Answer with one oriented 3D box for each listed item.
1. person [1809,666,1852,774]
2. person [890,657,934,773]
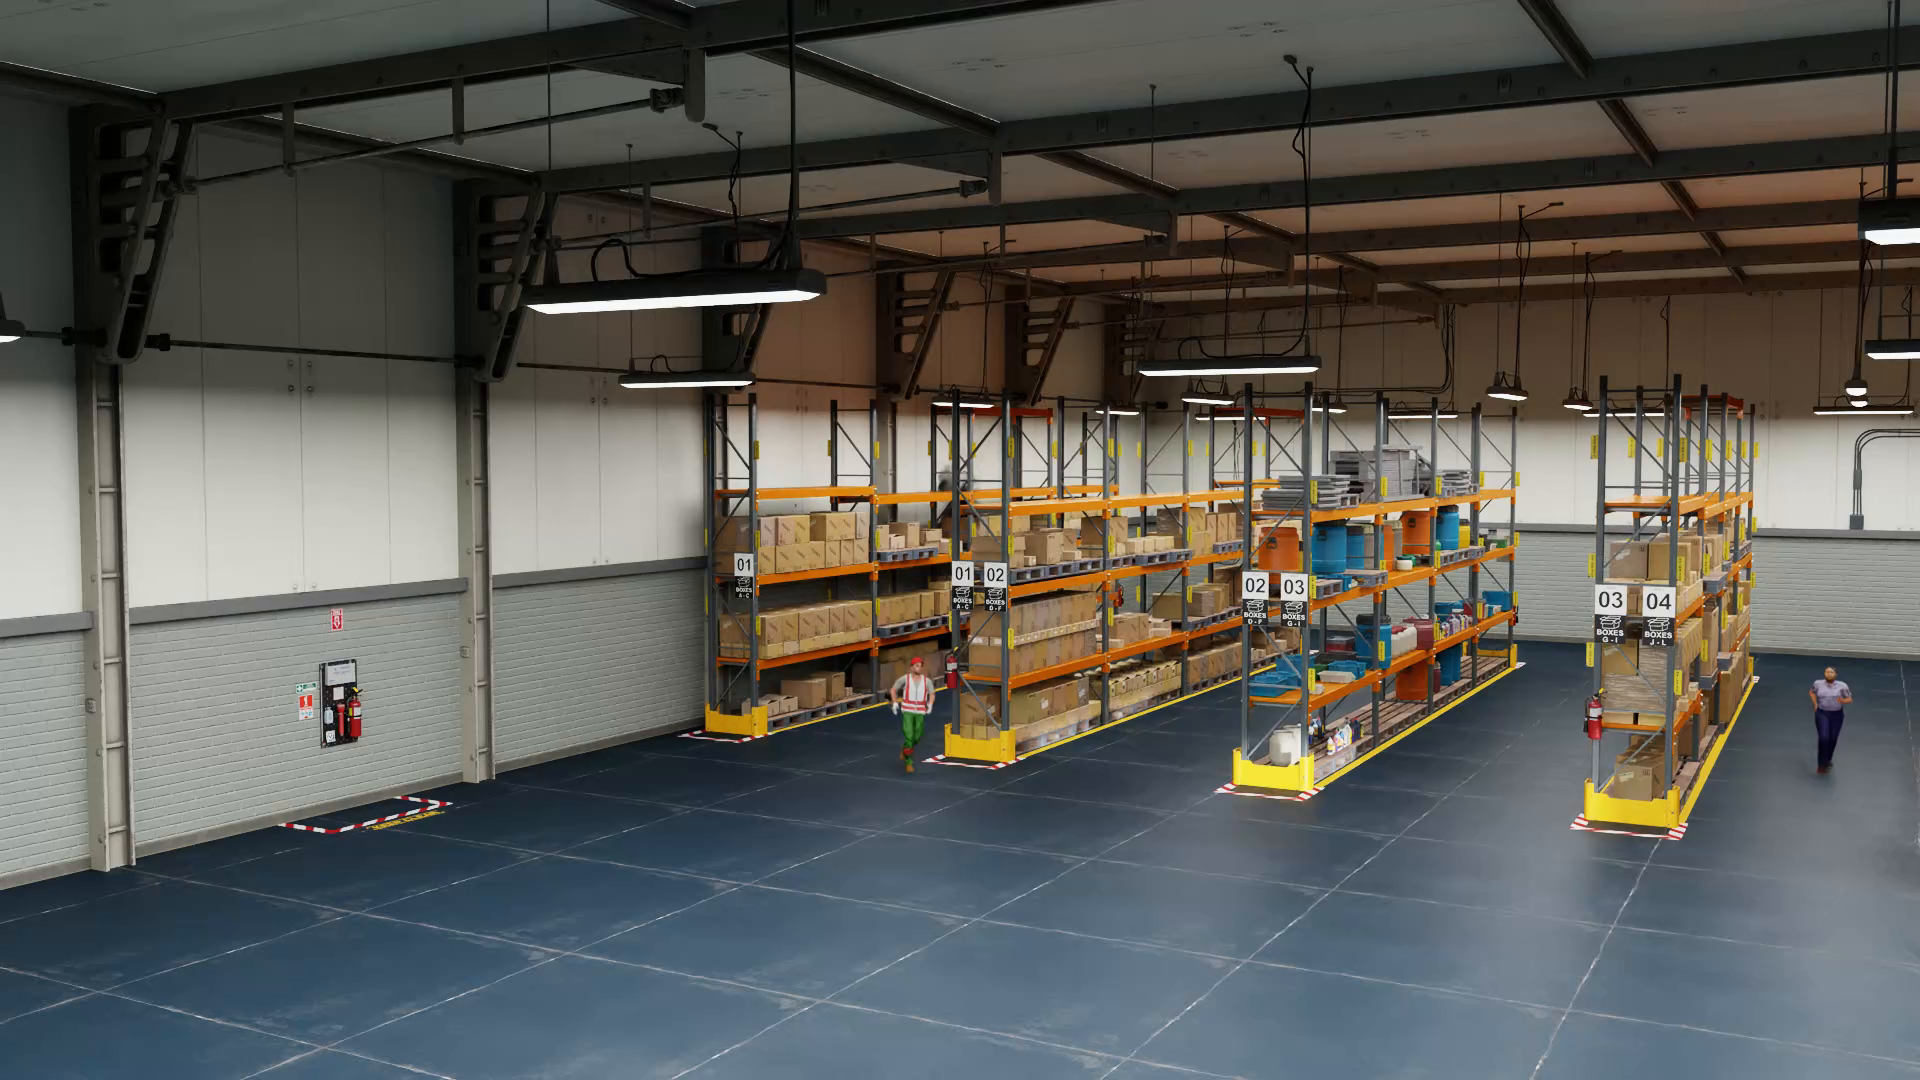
[{"bbox_3d":[13.545,2.811,25.870,0.573,1.706,0.746,1,3,22],"label":"person"},{"bbox_3d":[-0.726,2.726,26.105,0.703,1.761,0.732,-1,3,-13],"label":"person"}]
